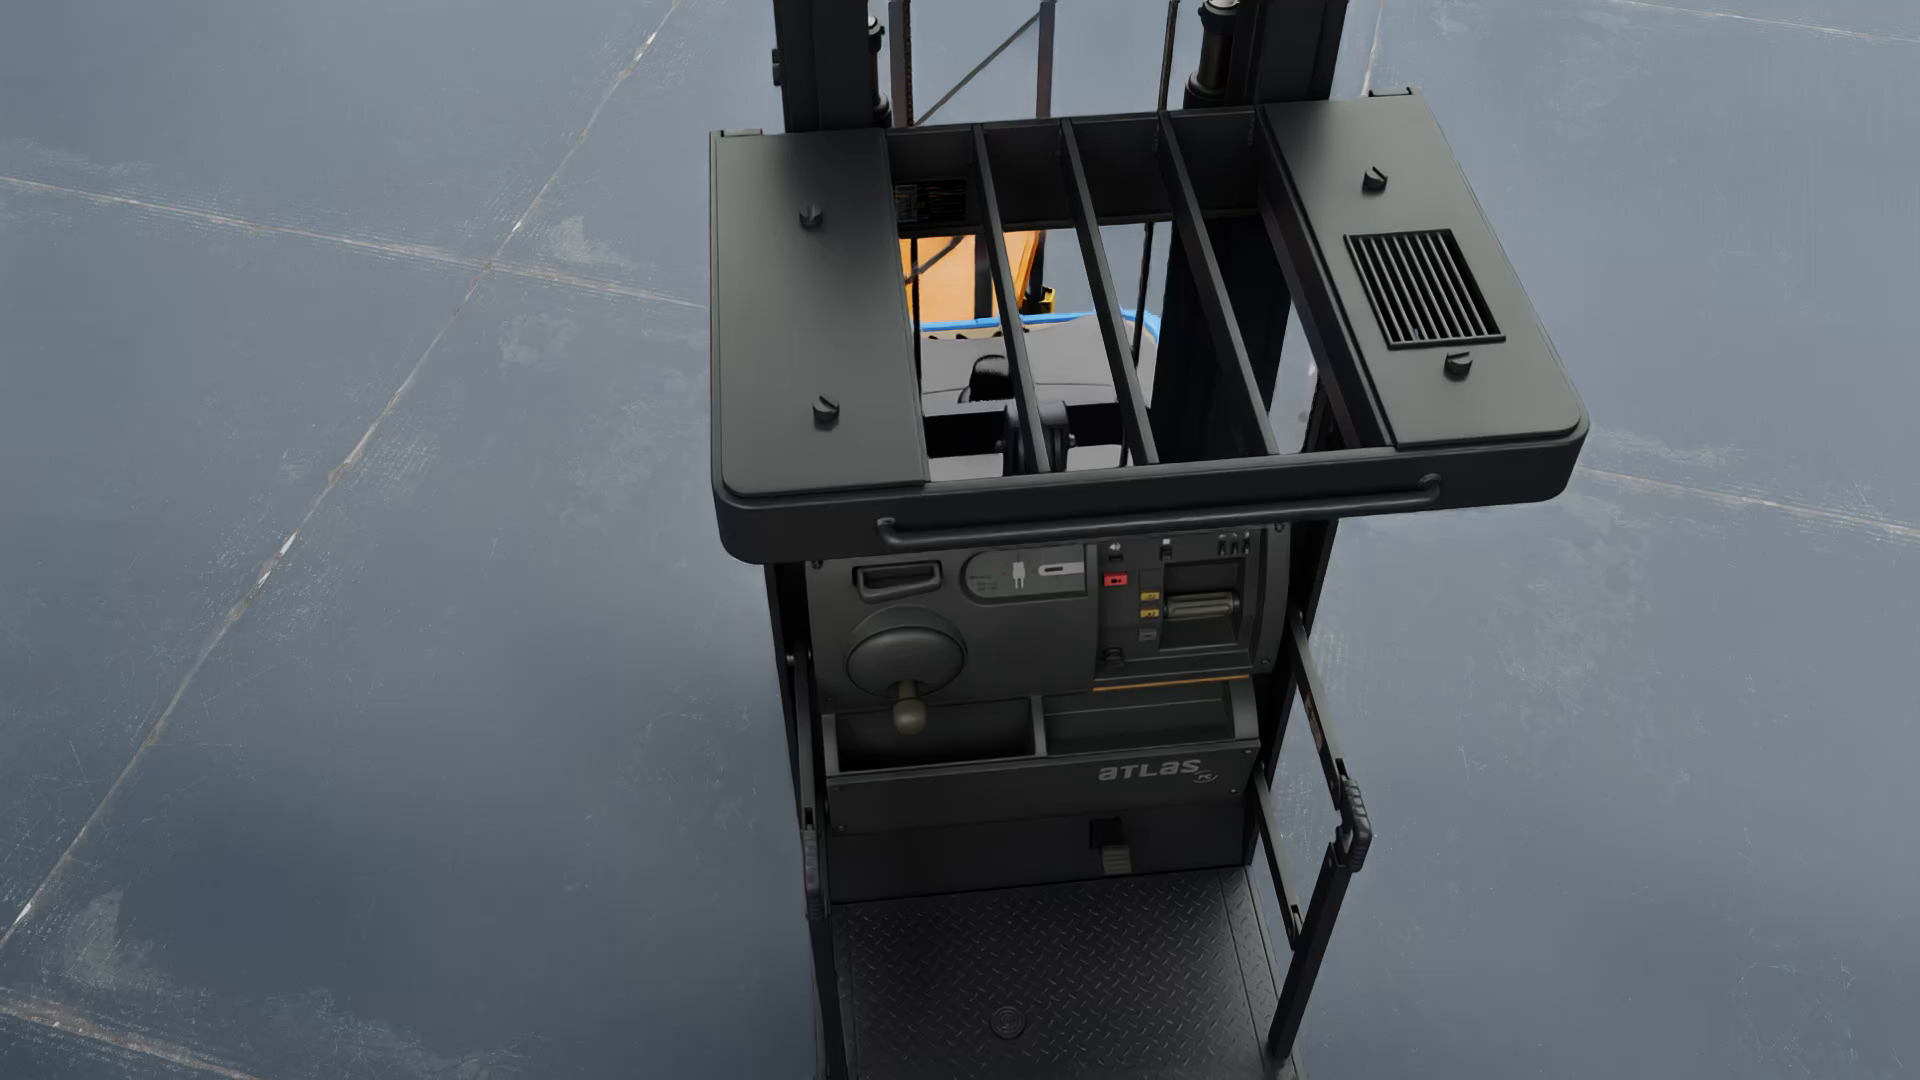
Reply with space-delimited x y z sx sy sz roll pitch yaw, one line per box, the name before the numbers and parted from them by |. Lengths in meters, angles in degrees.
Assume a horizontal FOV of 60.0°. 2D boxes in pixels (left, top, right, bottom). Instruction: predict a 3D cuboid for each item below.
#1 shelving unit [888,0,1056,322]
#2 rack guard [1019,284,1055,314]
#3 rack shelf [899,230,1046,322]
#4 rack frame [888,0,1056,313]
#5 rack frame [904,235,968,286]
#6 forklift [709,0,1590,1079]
shelving unit | -0.066 -0.843 4.994 0.587 1.500 1.083 8 49 7
rack guard | 0.030 -0.796 5.786 0.587 0.250 0.087 8 49 7
rack shelf | -0.064 -0.731 5.135 0.538 0.185 1.000 8 49 7
rack frame | 0.034 -1.224 5.330 0.500 1.500 0.032 8 49 7
rack frame | -0.164 -0.476 4.670 0.475 1.308 0.013 8 49 7
forklift | 0.198 0.256 3.069 1.130 2.935 3.031 -5 49 -4
